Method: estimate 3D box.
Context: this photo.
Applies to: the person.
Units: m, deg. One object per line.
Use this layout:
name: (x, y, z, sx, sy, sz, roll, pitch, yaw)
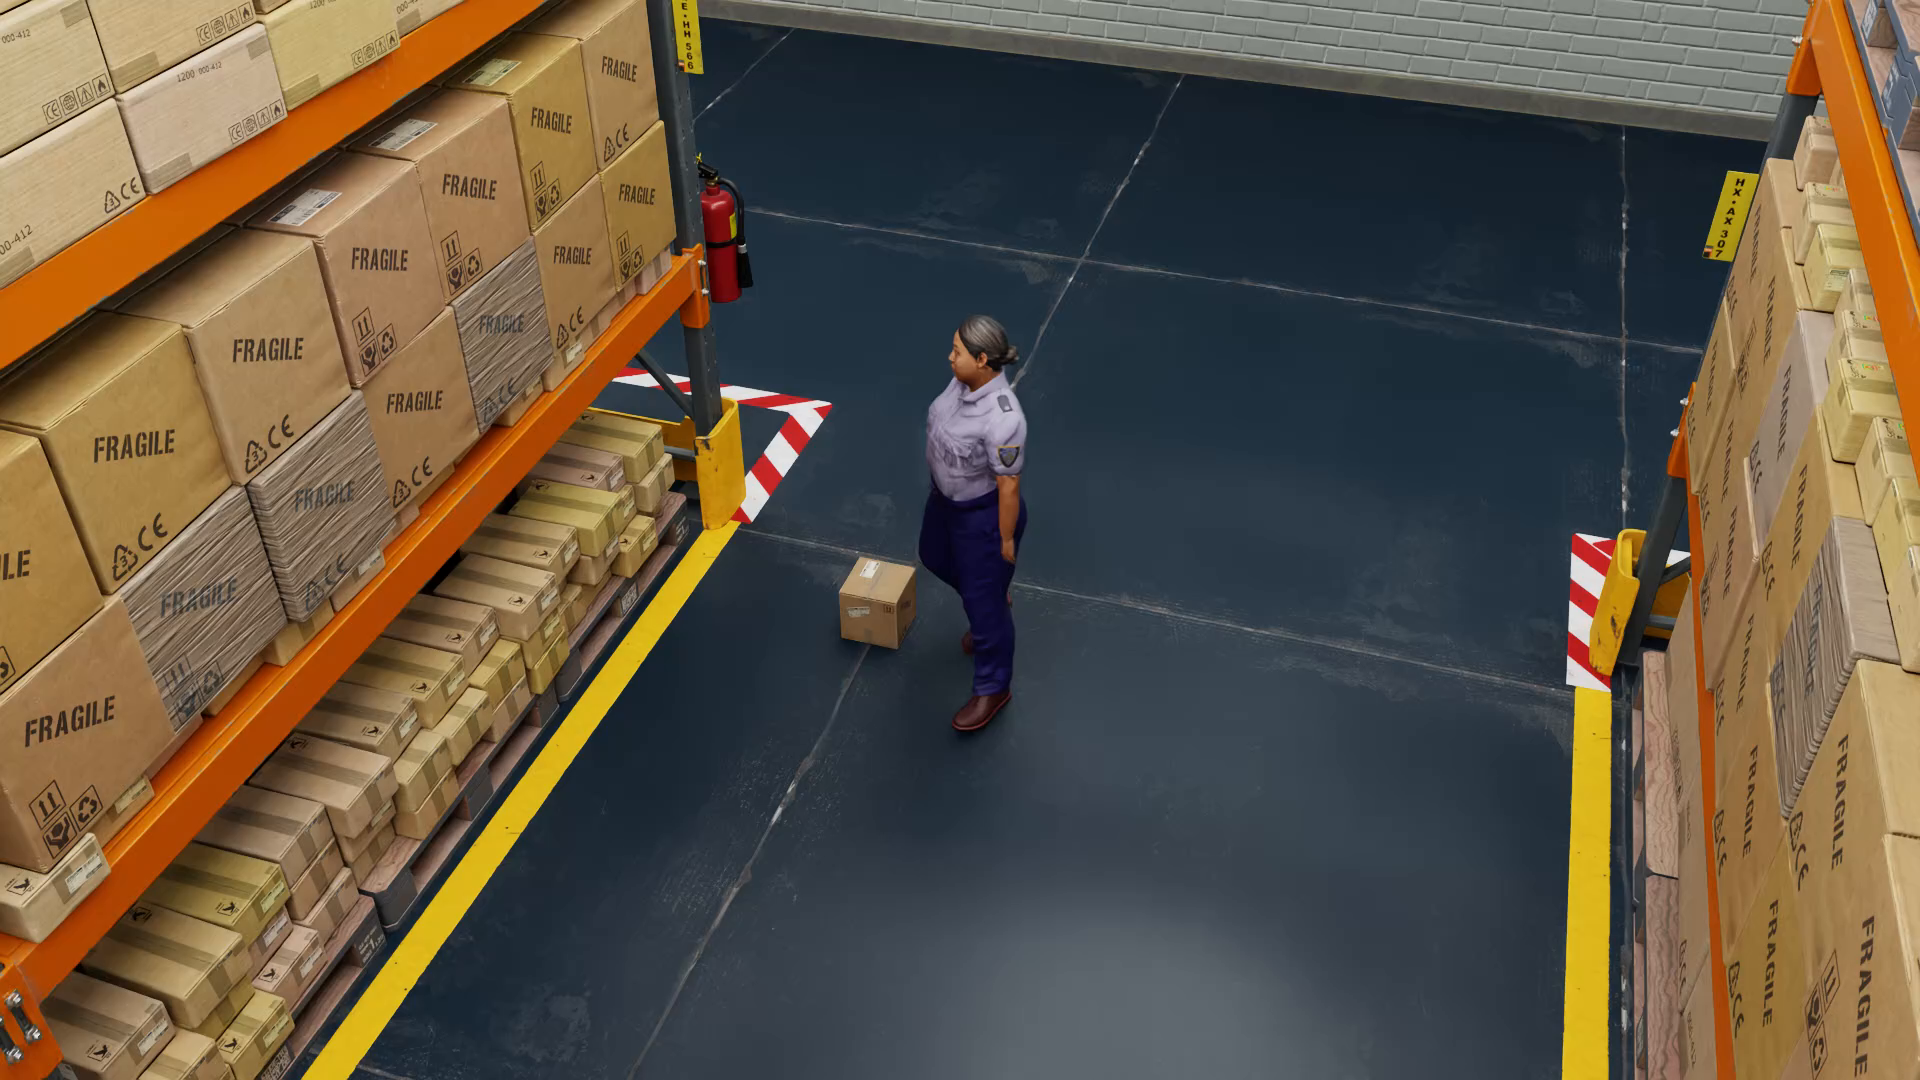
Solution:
person: (0.091, -0.102, 6.268, 0.430, 1.657, 0.597, -12, 39, -15)
